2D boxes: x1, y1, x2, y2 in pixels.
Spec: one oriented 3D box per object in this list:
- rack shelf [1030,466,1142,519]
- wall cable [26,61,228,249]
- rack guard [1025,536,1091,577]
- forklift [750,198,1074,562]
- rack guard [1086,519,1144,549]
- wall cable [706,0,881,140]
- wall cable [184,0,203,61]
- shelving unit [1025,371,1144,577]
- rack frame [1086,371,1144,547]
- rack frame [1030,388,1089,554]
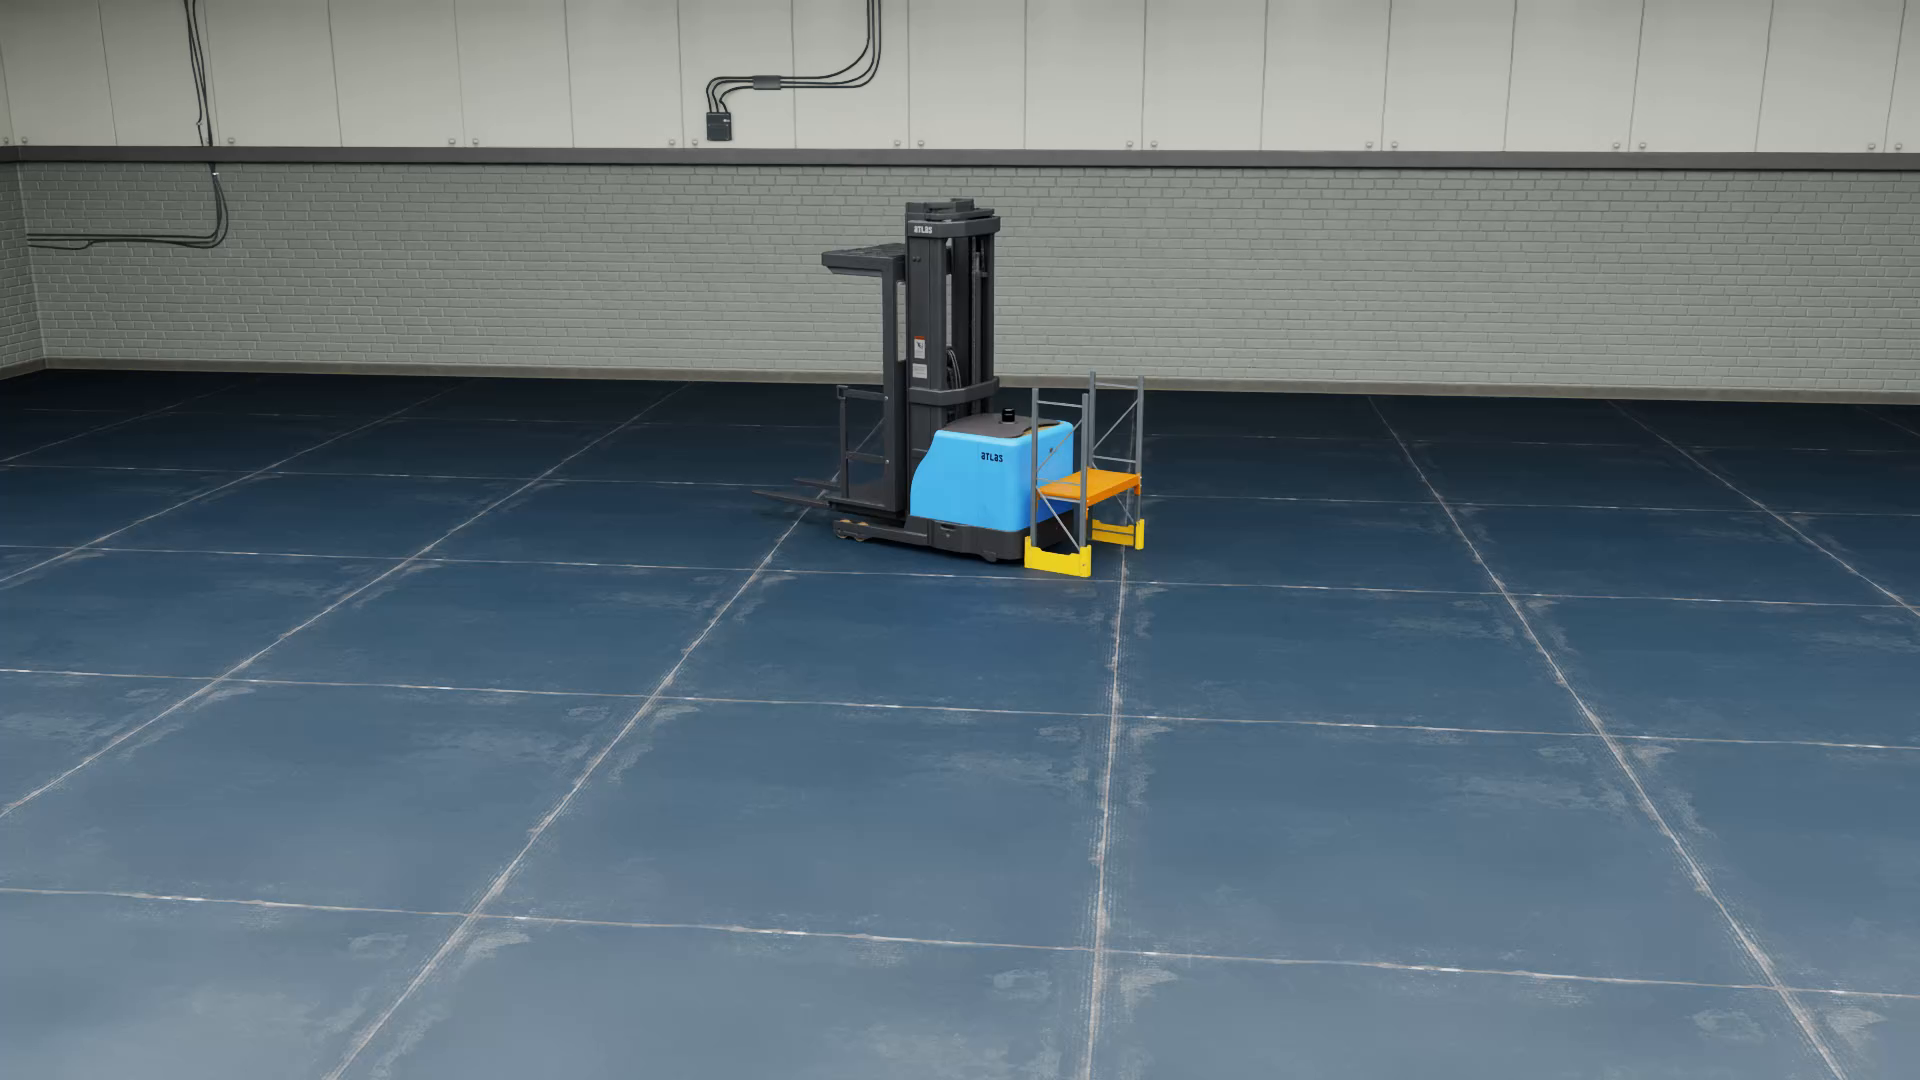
[{"bbox_3d":[1.069,-0.407,13.982,0.538,0.185,1.000,9,18,30],"label":"rack shelf"},{"bbox_3d":[-11.587,-5.242,22.757,3.097,2.526,0.112,2,15,6],"label":"wall cable"},{"bbox_3d":[0.802,0.135,13.682,0.587,0.250,0.087,9,18,30],"label":"rack guard"},{"bbox_3d":[-0.516,-1.505,14.615,3.031,2.935,1.130,10,18,33],"label":"forklift"},{"bbox_3d":[1.325,-0.086,14.501,0.587,0.250,0.087,9,18,30],"label":"rack guard"},{"bbox_3d":[-2.156,-8.099,20.859,2.305,6.003,0.169,2,15,6],"label":"wall cable"},{"bbox_3d":[-8.899,-7.600,21.803,3.097,2.526,0.112,2,15,6],"label":"wall cable"},{"bbox_3d":[1.064,-0.579,13.928,0.587,1.500,1.083,9,18,30],"label":"shelving unit"},{"bbox_3d":[1.335,-0.694,14.353,0.500,1.500,0.032,9,18,30],"label":"rack frame"},{"bbox_3d":[0.802,-0.468,13.517,0.500,1.500,0.032,9,18,30],"label":"rack frame"}]
